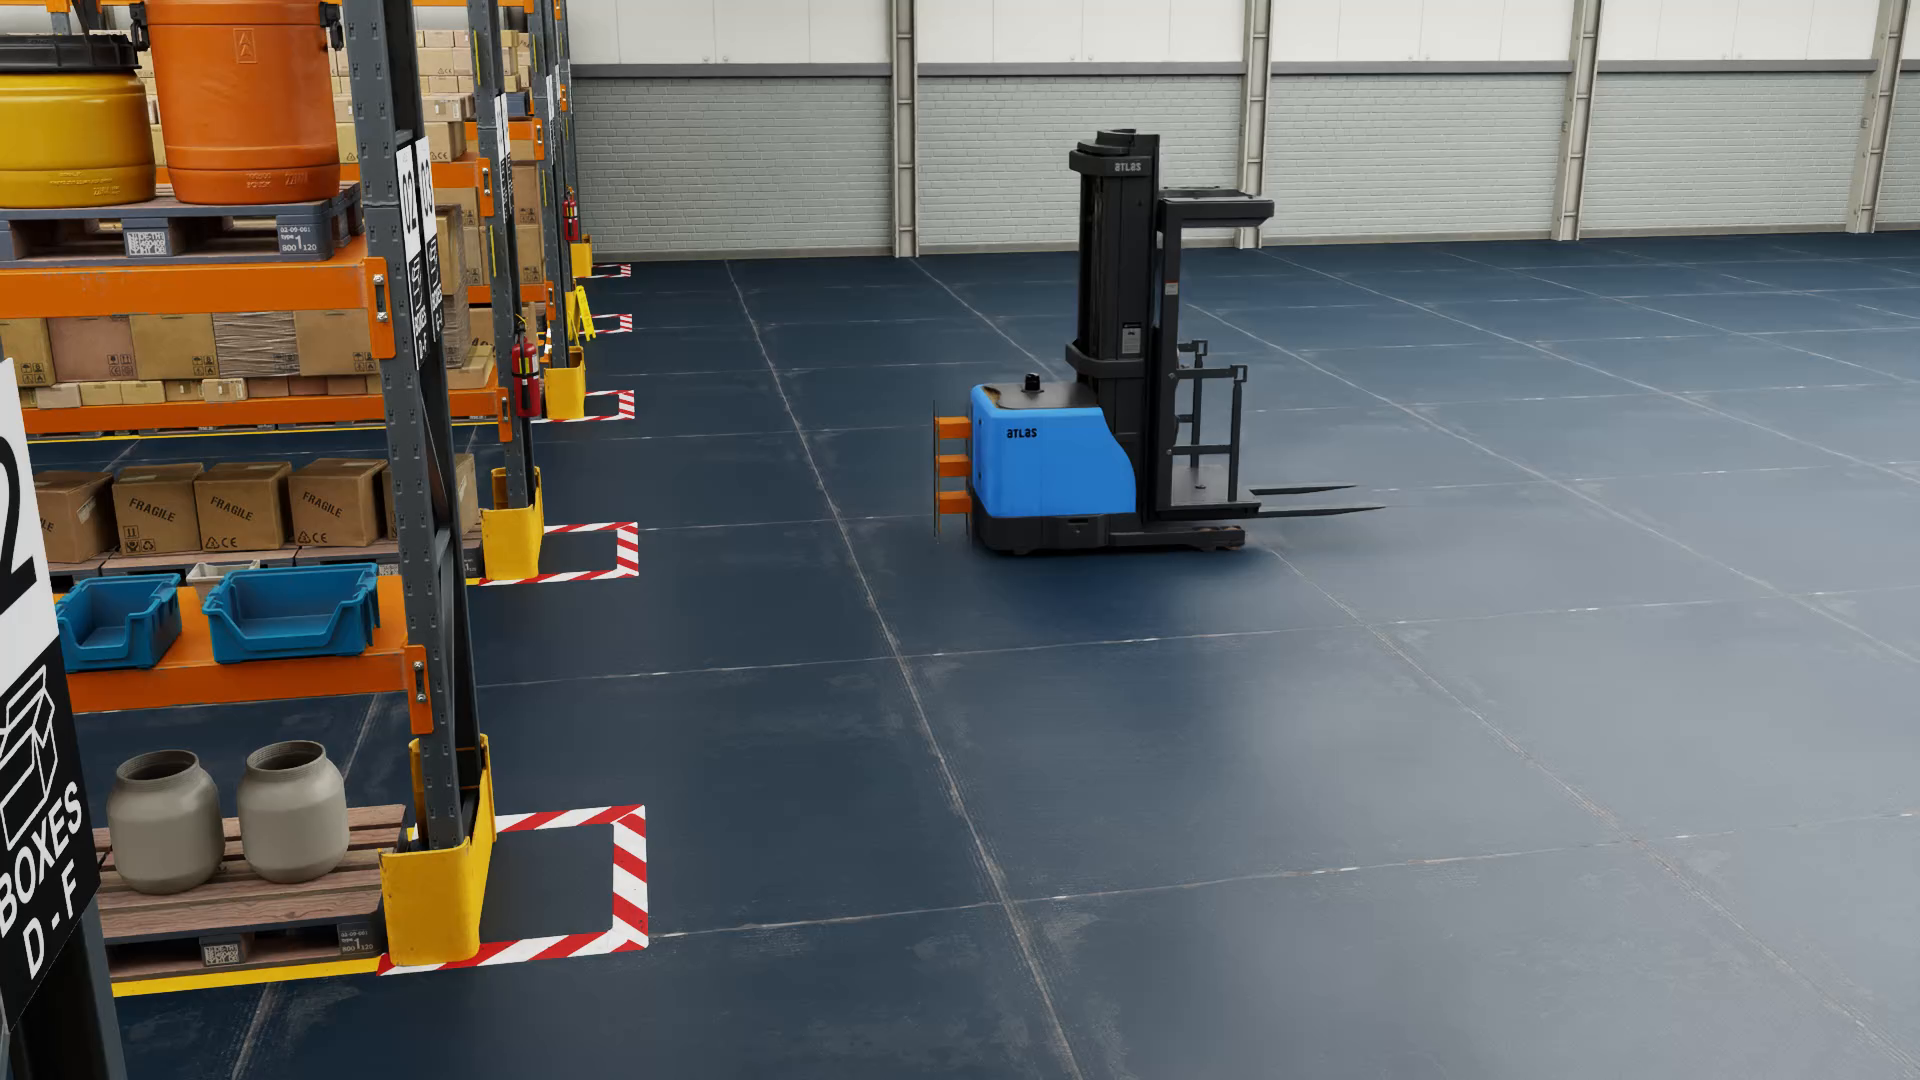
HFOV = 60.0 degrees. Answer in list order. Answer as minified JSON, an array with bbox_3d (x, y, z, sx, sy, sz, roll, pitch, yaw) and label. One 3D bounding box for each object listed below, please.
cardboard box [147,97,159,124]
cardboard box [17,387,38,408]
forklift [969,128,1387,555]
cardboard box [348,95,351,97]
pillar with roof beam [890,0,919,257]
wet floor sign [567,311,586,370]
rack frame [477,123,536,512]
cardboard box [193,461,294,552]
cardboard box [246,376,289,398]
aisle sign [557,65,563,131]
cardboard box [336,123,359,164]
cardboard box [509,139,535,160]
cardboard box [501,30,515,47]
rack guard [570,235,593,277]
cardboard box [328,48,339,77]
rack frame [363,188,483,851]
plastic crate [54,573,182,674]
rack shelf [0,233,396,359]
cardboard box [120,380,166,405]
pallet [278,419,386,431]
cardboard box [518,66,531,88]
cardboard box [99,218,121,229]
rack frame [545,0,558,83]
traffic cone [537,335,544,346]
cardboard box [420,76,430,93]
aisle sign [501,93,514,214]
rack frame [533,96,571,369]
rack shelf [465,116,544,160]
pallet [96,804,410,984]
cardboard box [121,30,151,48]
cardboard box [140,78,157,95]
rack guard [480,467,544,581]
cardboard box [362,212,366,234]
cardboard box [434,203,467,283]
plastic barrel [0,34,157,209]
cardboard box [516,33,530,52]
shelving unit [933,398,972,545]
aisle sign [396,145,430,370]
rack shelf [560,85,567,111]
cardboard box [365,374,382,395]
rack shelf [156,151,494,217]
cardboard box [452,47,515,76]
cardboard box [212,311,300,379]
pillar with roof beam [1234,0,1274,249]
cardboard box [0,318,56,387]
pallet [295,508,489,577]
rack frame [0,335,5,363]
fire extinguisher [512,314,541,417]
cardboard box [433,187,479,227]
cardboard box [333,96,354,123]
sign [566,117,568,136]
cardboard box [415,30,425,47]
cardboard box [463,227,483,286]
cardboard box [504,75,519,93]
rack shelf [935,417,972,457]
[{"bbox_3d":[-5.148,-2.699,10.459,0.250,0.149,0.380,-3,17,-9],"label":"cardboard box"},{"bbox_3d":[-6.045,-0.964,10.768,0.250,0.149,0.380,-3,17,-10],"label":"cardboard box"},{"bbox_3d":[1.631,-1.470,12.105,3.031,2.935,1.130,-2,17,-8],"label":"forklift"},{"bbox_3d":[-3.929,-2.900,11.113,0.250,0.149,0.380,-4,17,-11],"label":"cardboard box"},{"bbox_3d":[-0.090,-7.802,22.387,0.400,9.000,9.100,-3,17,-10],"label":"pillar with roof beam"},{"bbox_3d":[-4.306,-2.215,18.424,0.232,0.644,0.267,-6,18,-20],"label":"wet floor sign"},{"bbox_3d":[-3.117,-1.332,11.541,0.127,3.000,1.000,-3,17,-10],"label":"rack frame"},{"bbox_3d":[-4.932,-0.236,11.512,0.500,0.500,0.500,-2,17,-5],"label":"cardboard box"},{"bbox_3d":[-4.582,-1.063,11.090,0.250,0.149,0.380,-3,17,-10],"label":"cardboard box"},{"bbox_3d":[-4.995,-5.525,20.763,0.004,0.787,0.394,-3,17,-10],"label":"aisle sign"},{"bbox_3d":[-4.032,-2.566,10.703,0.500,0.250,0.500,-3,17,-10],"label":"cardboard box"},{"bbox_3d":[-5.457,-4.766,20.339,0.500,0.500,0.700,-4,17,-12],"label":"cardboard box"},{"bbox_3d":[-4.225,-4.595,15.238,0.250,0.149,0.380,-3,17,-10],"label":"cardboard box"},{"bbox_3d":[-5.919,-4.426,25.872,0.348,0.500,1.175,-3,17,-10],"label":"rack guard"},{"bbox_3d":[-5.866,-4.330,15.054,0.500,0.250,0.500,-3,17,-10],"label":"cardboard box"},{"bbox_3d":[-2.178,0.095,6.892,0.127,3.000,1.000,-3,17,-10],"label":"rack frame"},{"bbox_3d":[-3.251,0.315,6.430,0.408,0.251,0.499,-3,17,-10],"label":"plastic crate"},{"bbox_3d":[-4.141,-0.883,6.195,4.000,0.370,1.077,-3,17,-10],"label":"rack shelf"},{"bbox_3d":[-5.306,-1.002,10.894,0.250,0.149,0.380,-3,17,-10],"label":"cardboard box"},{"bbox_3d":[-5.925,-1.301,16.188,1.213,0.211,1.003,-3,17,-10],"label":"pallet"},{"bbox_3d":[-5.449,-5.587,20.034,0.500,0.250,0.500,-3,17,-11],"label":"cardboard box"},{"bbox_3d":[-5.573,-1.785,10.636,0.500,0.500,0.500,-3,17,-10],"label":"cardboard box"},{"bbox_3d":[-4.997,-7.057,19.961,0.127,3.000,1.000,-3,17,-10],"label":"rack frame"},{"bbox_3d":[-5.175,-2.581,19.926,0.334,0.463,0.336,-3,17,-10],"label":"traffic cone"},{"bbox_3d":[-4.969,-4.172,15.219,0.250,0.149,0.380,-3,17,-10],"label":"cardboard box"},{"bbox_3d":[-3.113,-2.665,11.452,0.004,0.787,0.394,-3,17,-10],"label":"aisle sign"},{"bbox_3d":[-3.959,-2.768,16.215,0.127,3.000,1.000,-3,17,-10],"label":"rack frame"},{"bbox_3d":[-5.923,-3.746,15.517,4.000,0.370,1.077,-3,17,-10],"label":"rack shelf"},{"bbox_3d":[-3.042,1.490,7.101,1.213,0.211,1.003,-3,17,-10],"label":"pallet"},{"bbox_3d":[-7.214,-4.425,14.687,0.250,0.149,0.380,-3,17,-11],"label":"cardboard box"},{"bbox_3d":[-7.211,-4.045,14.805,0.250,0.149,0.380,-3,17,-10],"label":"cardboard box"},{"bbox_3d":[-3.192,-0.133,11.894,0.348,0.500,1.175,-3,17,-10],"label":"rack guard"},{"bbox_3d":[-4.100,-1.869,10.908,0.500,0.500,0.500,-3,17,-10],"label":"cardboard box"},{"bbox_3d":[-3.709,-2.048,11.492,0.500,0.500,0.500,-3,17,-10],"label":"cardboard box"},{"bbox_3d":[-3.273,-1.529,6.037,0.600,0.588,0.600,0,17,0],"label":"plastic barrel"},{"bbox_3d":[-6.331,-7.255,24.660,0.500,0.500,0.500,-3,17,-9],"label":"cardboard box"},{"bbox_3d":[-0.053,-0.499,12.148,0.252,1.050,0.215,-3,17,-10],"label":"shelving unit"},{"bbox_3d":[-2.051,-1.066,6.245,0.004,0.787,0.394,-3,17,-10],"label":"aisle sign"},{"bbox_3d":[-7.906,-6.599,24.803,4.000,0.370,1.077,-3,17,-10],"label":"rack shelf"},{"bbox_3d":[-3.839,-1.094,11.194,0.250,0.149,0.380,-3,17,-10],"label":"cardboard box"},{"bbox_3d":[-5.081,-2.311,10.843,4.000,0.370,1.077,-3,17,-10],"label":"rack shelf"},{"bbox_3d":[-4.387,-4.413,15.325,0.500,0.250,0.500,-3,17,-10],"label":"cardboard box"},{"bbox_3d":[-4.630,-1.422,11.155,0.500,0.500,0.875,-3,17,-10],"label":"cardboard box"},{"bbox_3d":[5.802,-8.136,23.475,0.400,9.000,9.100,-3,17,-10],"label":"pillar with roof beam"},{"bbox_3d":[-6.094,-1.325,10.838,0.500,0.500,0.875,-3,17,-10],"label":"cardboard box"},{"bbox_3d":[-3.996,0.040,11.822,1.213,0.211,1.003,-3,17,-10],"label":"pallet"},{"bbox_3d":[-1.242,-1.344,1.362,0.127,3.000,1.000,-3,17,-10],"label":"rack frame"},{"bbox_3d":[-2.918,-1.169,11.141,0.183,0.674,0.296,-3,17,-10],"label":"fire extinguisher"},{"bbox_3d":[-4.853,-3.289,15.817,0.550,0.550,0.875,-3,17,-10],"label":"cardboard box"},{"bbox_3d":[-3.856,-2.752,10.631,0.250,0.149,0.380,-4,18,-13],"label":"cardboard box"},{"bbox_3d":[-5.853,-6.129,24.784,0.005,0.325,0.100,-3,17,-10],"label":"sign"},{"bbox_3d":[-4.976,-4.552,15.099,0.250,0.149,0.380,-3,17,-10],"label":"cardboard box"},{"bbox_3d":[-4.851,-2.769,15.962,0.550,0.550,0.875,-3,17,-10],"label":"cardboard box"},{"bbox_3d":[-4.221,-4.214,15.356,0.250,0.149,0.380,-3,17,-11],"label":"cardboard box"},{"bbox_3d":[-0.053,-0.760,12.068,0.240,0.259,0.215,-3,17,-10],"label":"rack shelf"}]
